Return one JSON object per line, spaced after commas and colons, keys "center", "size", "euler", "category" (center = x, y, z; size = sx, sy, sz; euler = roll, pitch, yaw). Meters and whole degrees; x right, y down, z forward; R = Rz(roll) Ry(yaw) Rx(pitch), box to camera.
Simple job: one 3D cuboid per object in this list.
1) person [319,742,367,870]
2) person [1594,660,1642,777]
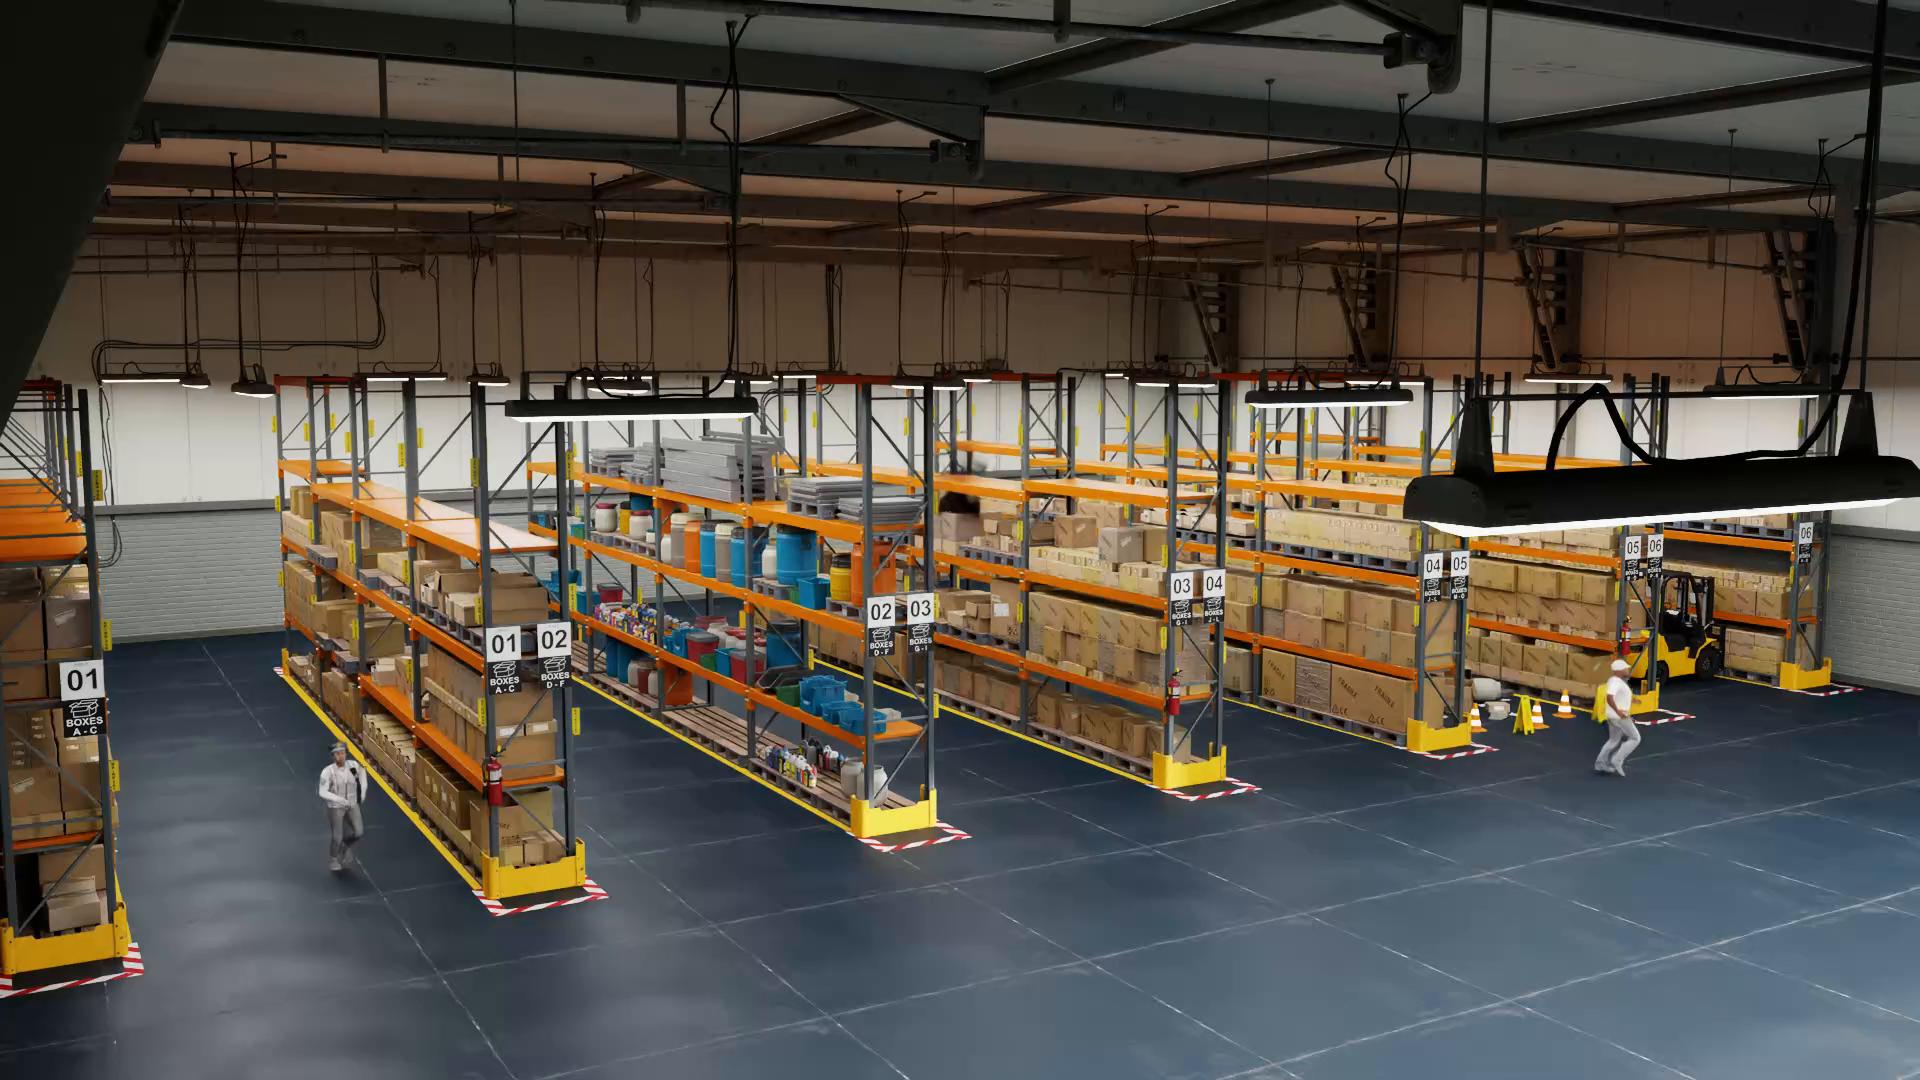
{"center": [-7.548, 3.273, 20.427], "size": [0.634, 1.644, 0.728], "euler": [-5, 8, -36], "category": "person"}
{"center": [10.039, 2.703, 25.275], "size": [0.700, 1.770, 0.673], "euler": [1, 6, 7], "category": "person"}
